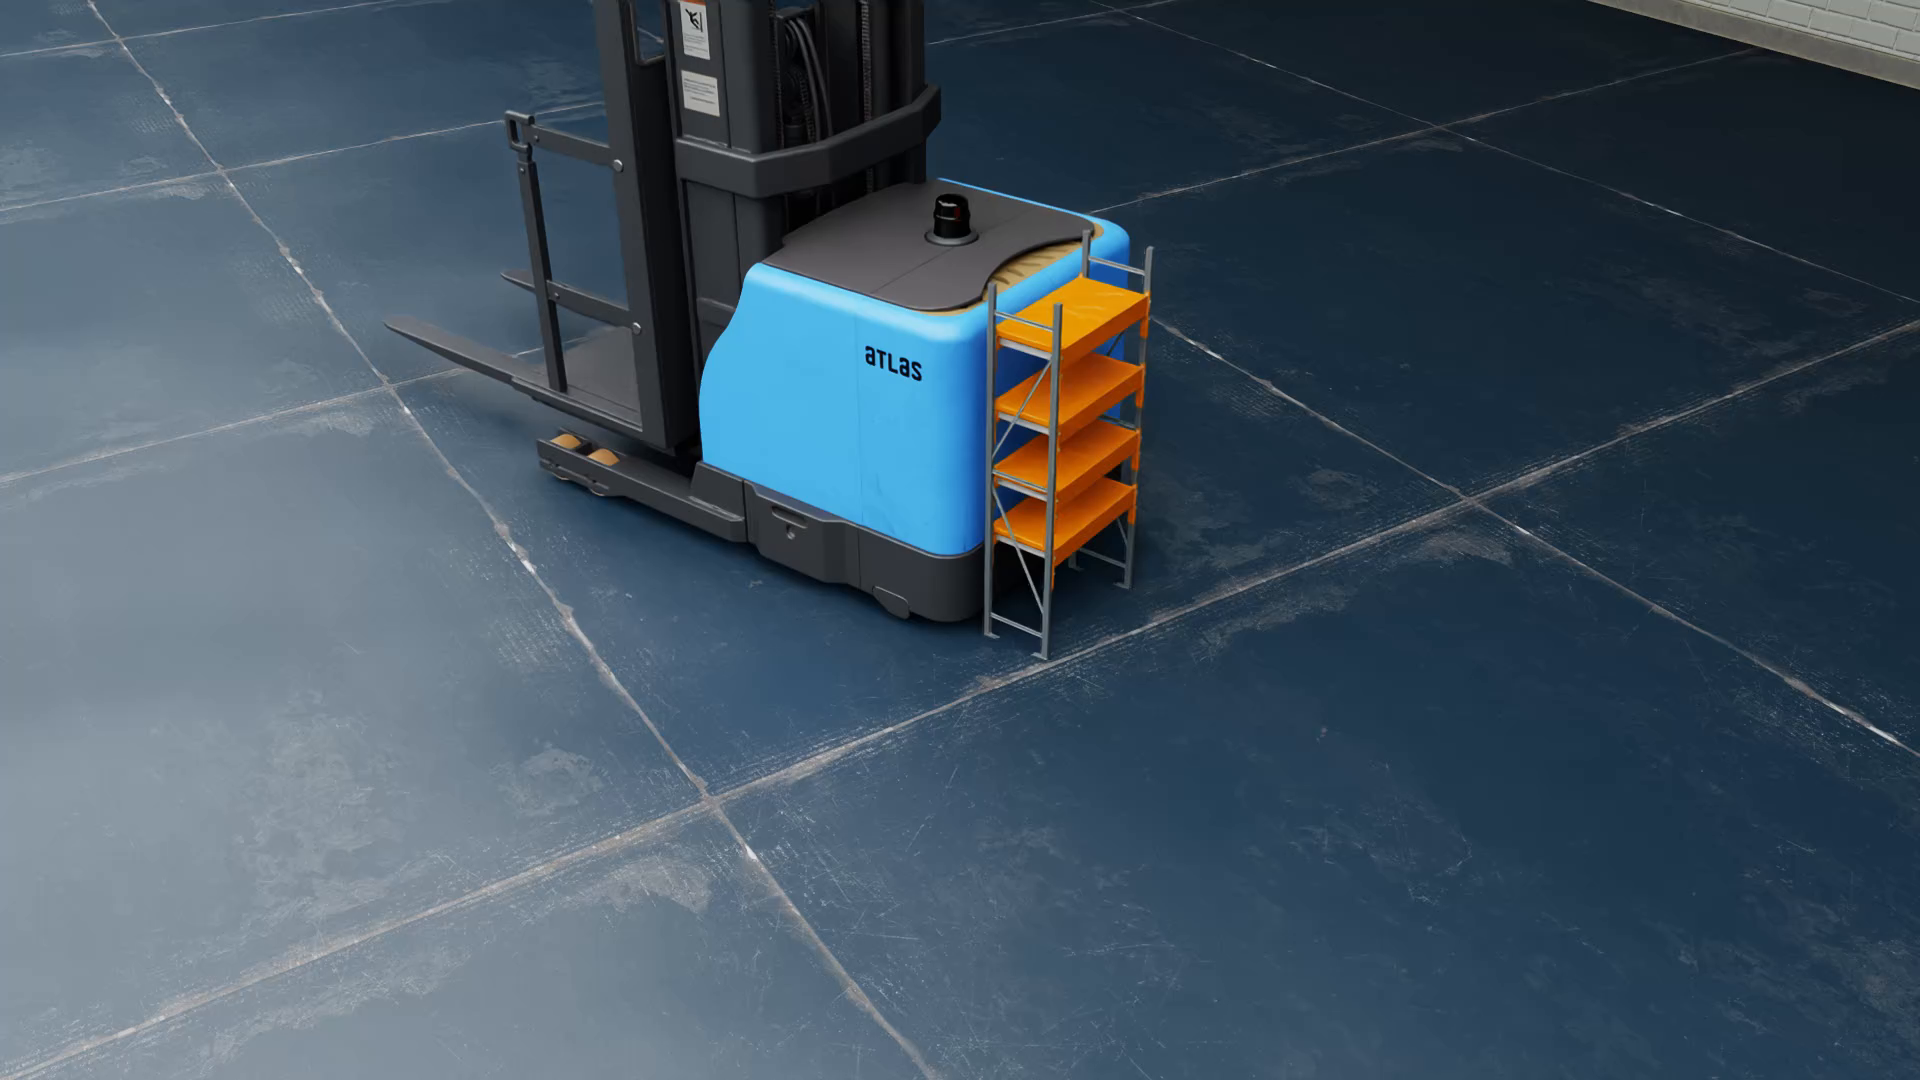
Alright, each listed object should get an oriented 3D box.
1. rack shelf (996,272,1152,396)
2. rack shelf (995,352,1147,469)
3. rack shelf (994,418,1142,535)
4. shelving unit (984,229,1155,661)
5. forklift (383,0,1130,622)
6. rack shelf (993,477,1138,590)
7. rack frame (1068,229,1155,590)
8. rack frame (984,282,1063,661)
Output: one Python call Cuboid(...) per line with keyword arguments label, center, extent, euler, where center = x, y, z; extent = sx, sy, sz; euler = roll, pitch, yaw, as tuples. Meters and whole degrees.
Cuboid(label="rack shelf", center=(0.323, -0.609, 4.853), extent=(0.258, 0.148, 0.480), euler=(22, 38, 30))
Cuboid(label="rack shelf", center=(0.323, -0.409, 4.980), extent=(0.258, 0.148, 0.480), euler=(22, 38, 30))
Cuboid(label="rack shelf", center=(0.322, -0.220, 5.099), extent=(0.258, 0.148, 0.480), euler=(22, 38, 30))
Cuboid(label="shelving unit", center=(0.322, -0.277, 5.063), extent=(0.258, 1.200, 0.503), euler=(22, 38, 30))
Cuboid(label="forklift", center=(-0.924, -1.602, 5.543), extent=(3.031, 2.935, 1.130), euler=(21, 38, 30))
Cuboid(label="rack shelf", center=(0.322, -0.052, 5.205), extent=(0.258, 0.148, 0.480), euler=(22, 38, 30))
Cuboid(label="rack frame", center=(0.467, -0.382, 5.230), extent=(0.240, 1.200, 0.015), euler=(22, 38, 30))
Cuboid(label="rack frame", center=(0.178, -0.172, 4.897), extent=(0.240, 1.200, 0.015), euler=(22, 38, 30))
